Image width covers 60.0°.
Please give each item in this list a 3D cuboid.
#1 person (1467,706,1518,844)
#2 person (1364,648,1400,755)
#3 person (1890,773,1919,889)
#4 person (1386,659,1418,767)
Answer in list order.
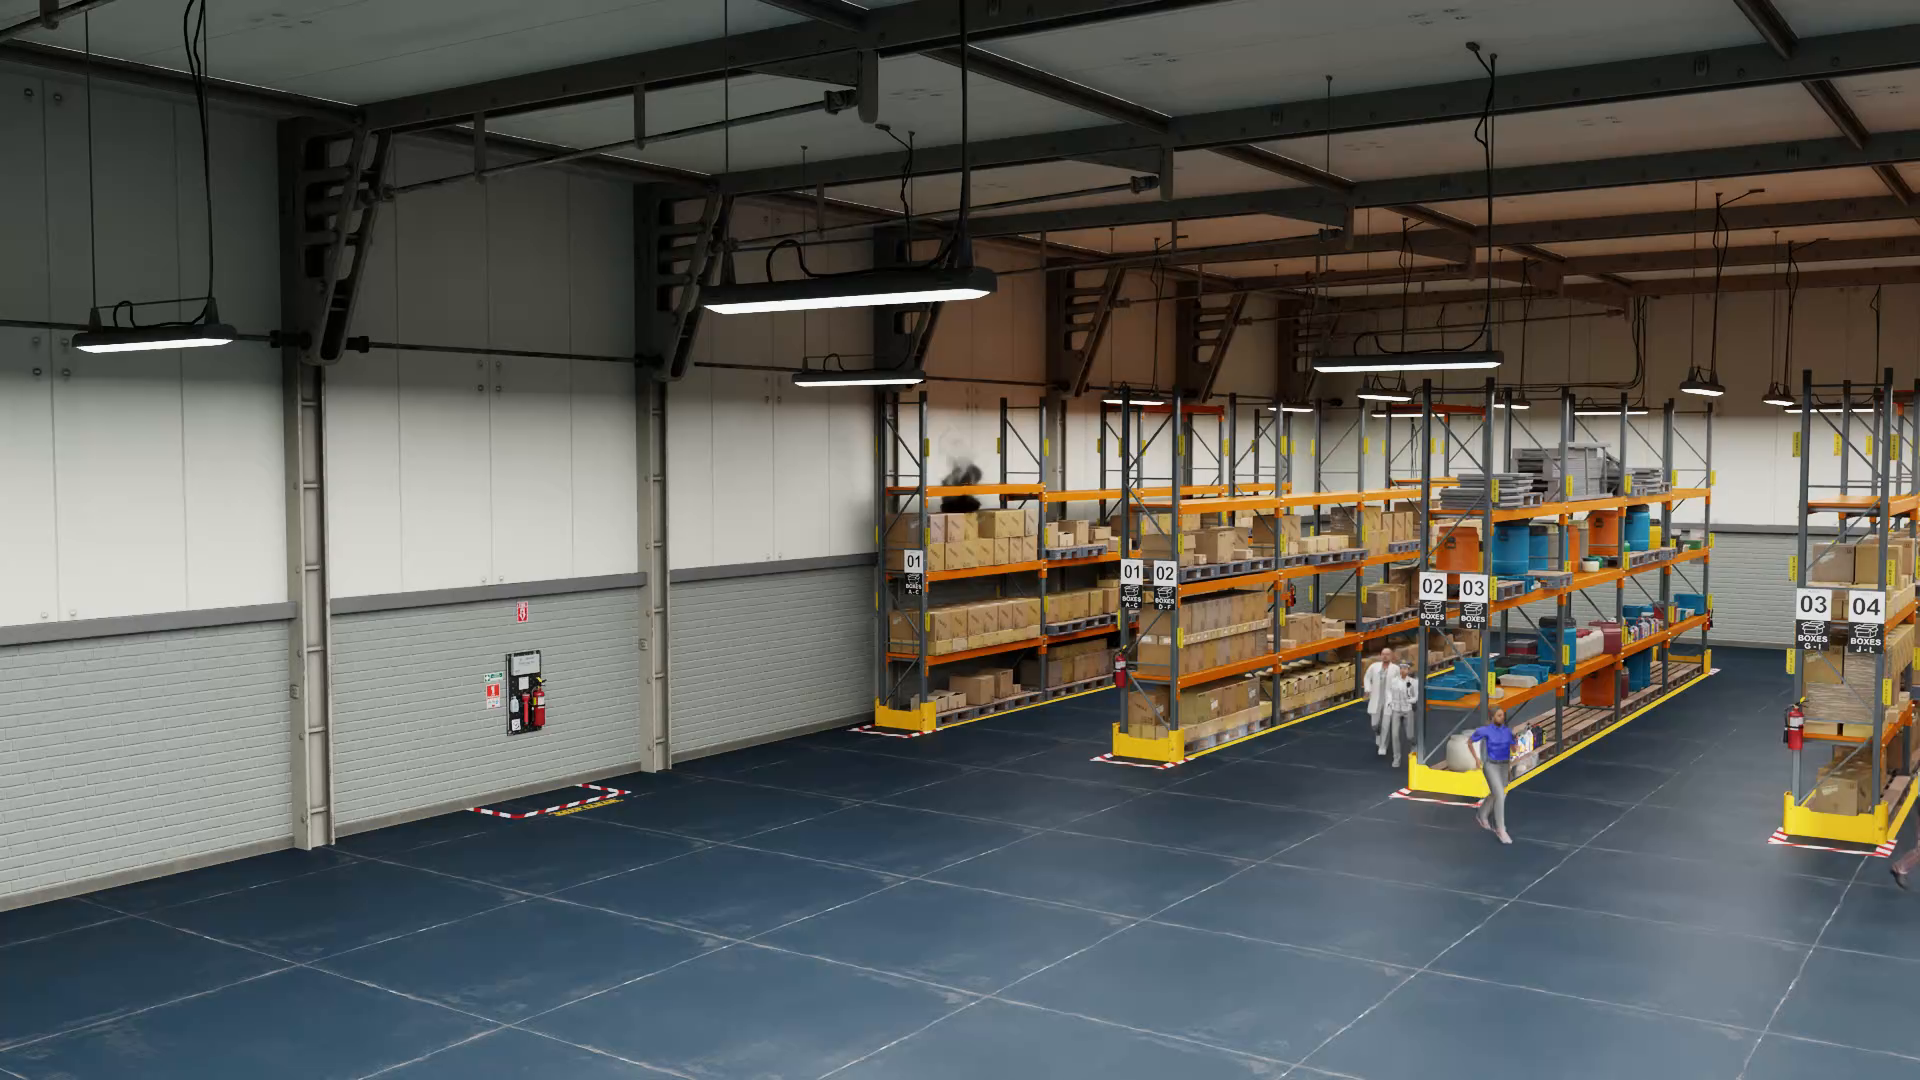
[{"bbox_3d":[6.867,2.981,21.354,0.551,1.707,0.806,-1,3,-25],"label":"person"},{"bbox_3d":[6.939,2.625,27.158,0.729,1.731,0.671,1,3,23],"label":"person"},{"bbox_3d":[10.748,3.094,18.313,0.652,1.716,0.969,-1,3,-21],"label":"person"},{"bbox_3d":[6.996,2.705,26.232,0.626,1.668,0.848,2,4,31],"label":"person"}]
